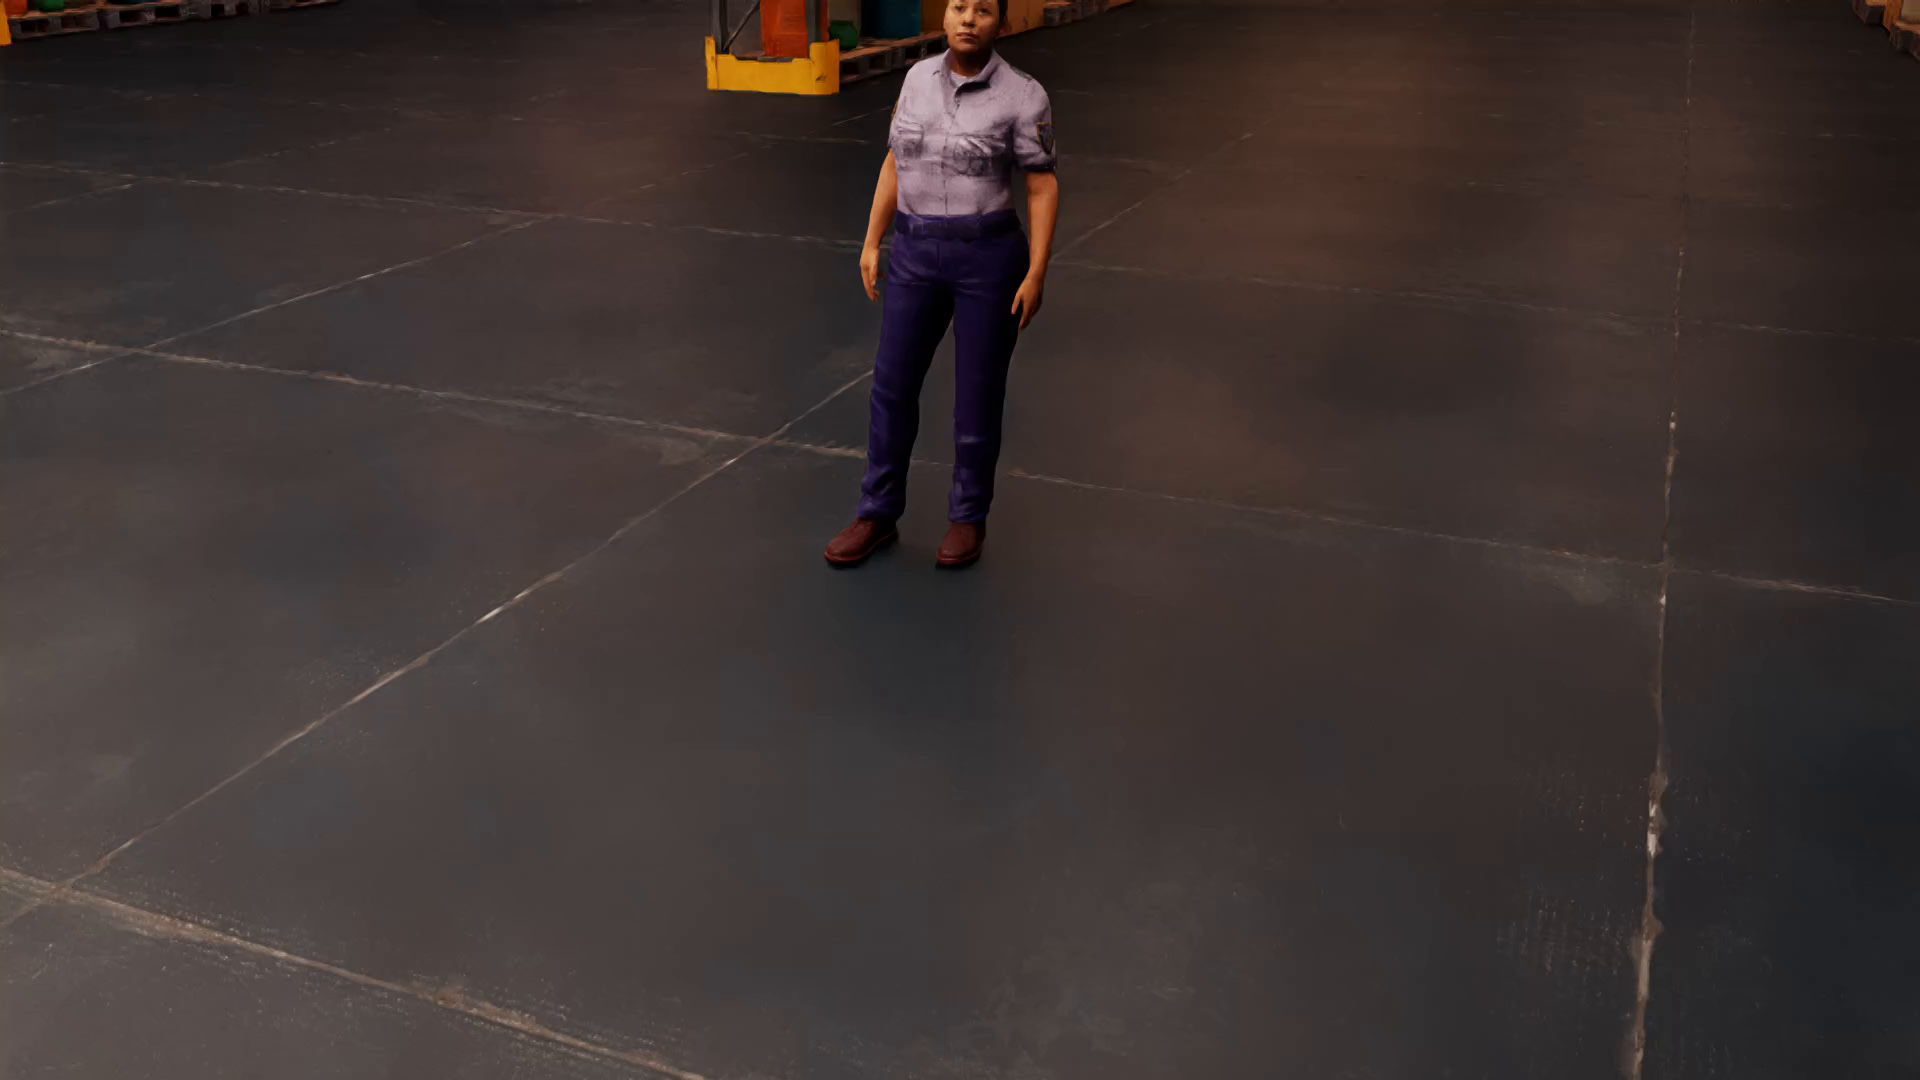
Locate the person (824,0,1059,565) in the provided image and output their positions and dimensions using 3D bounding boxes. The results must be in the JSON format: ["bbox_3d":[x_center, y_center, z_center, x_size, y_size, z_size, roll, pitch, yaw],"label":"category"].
[{"bbox_3d":[-0.055,-0.738,4.704,0.599,1.650,0.502,9,24,21],"label":"person"}]
